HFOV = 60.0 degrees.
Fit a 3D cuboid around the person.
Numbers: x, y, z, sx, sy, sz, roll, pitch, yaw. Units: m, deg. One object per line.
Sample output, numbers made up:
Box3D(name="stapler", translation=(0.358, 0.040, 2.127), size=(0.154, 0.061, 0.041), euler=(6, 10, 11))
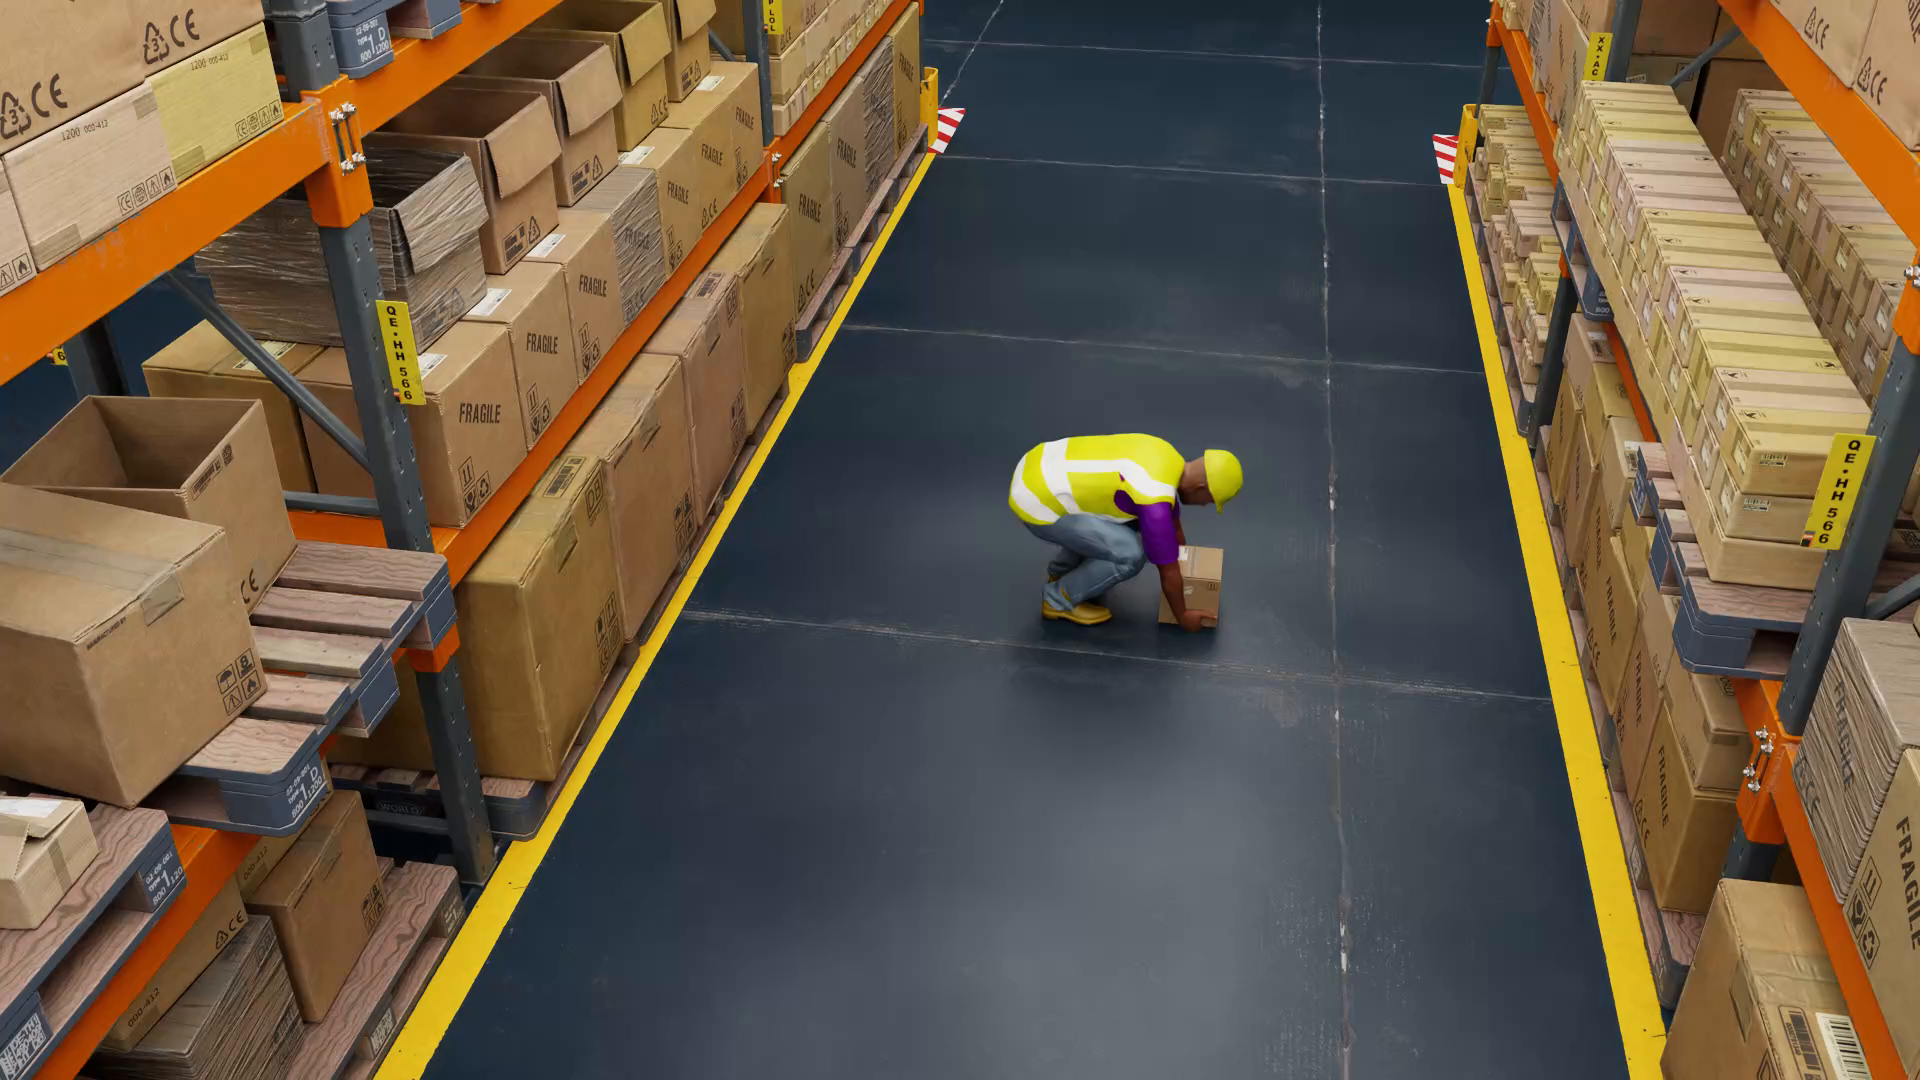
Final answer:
Box3D(name="person", translation=(0.699, -0.063, 7.138), size=(0.974, 0.821, 0.522), euler=(5, 32, 7))
